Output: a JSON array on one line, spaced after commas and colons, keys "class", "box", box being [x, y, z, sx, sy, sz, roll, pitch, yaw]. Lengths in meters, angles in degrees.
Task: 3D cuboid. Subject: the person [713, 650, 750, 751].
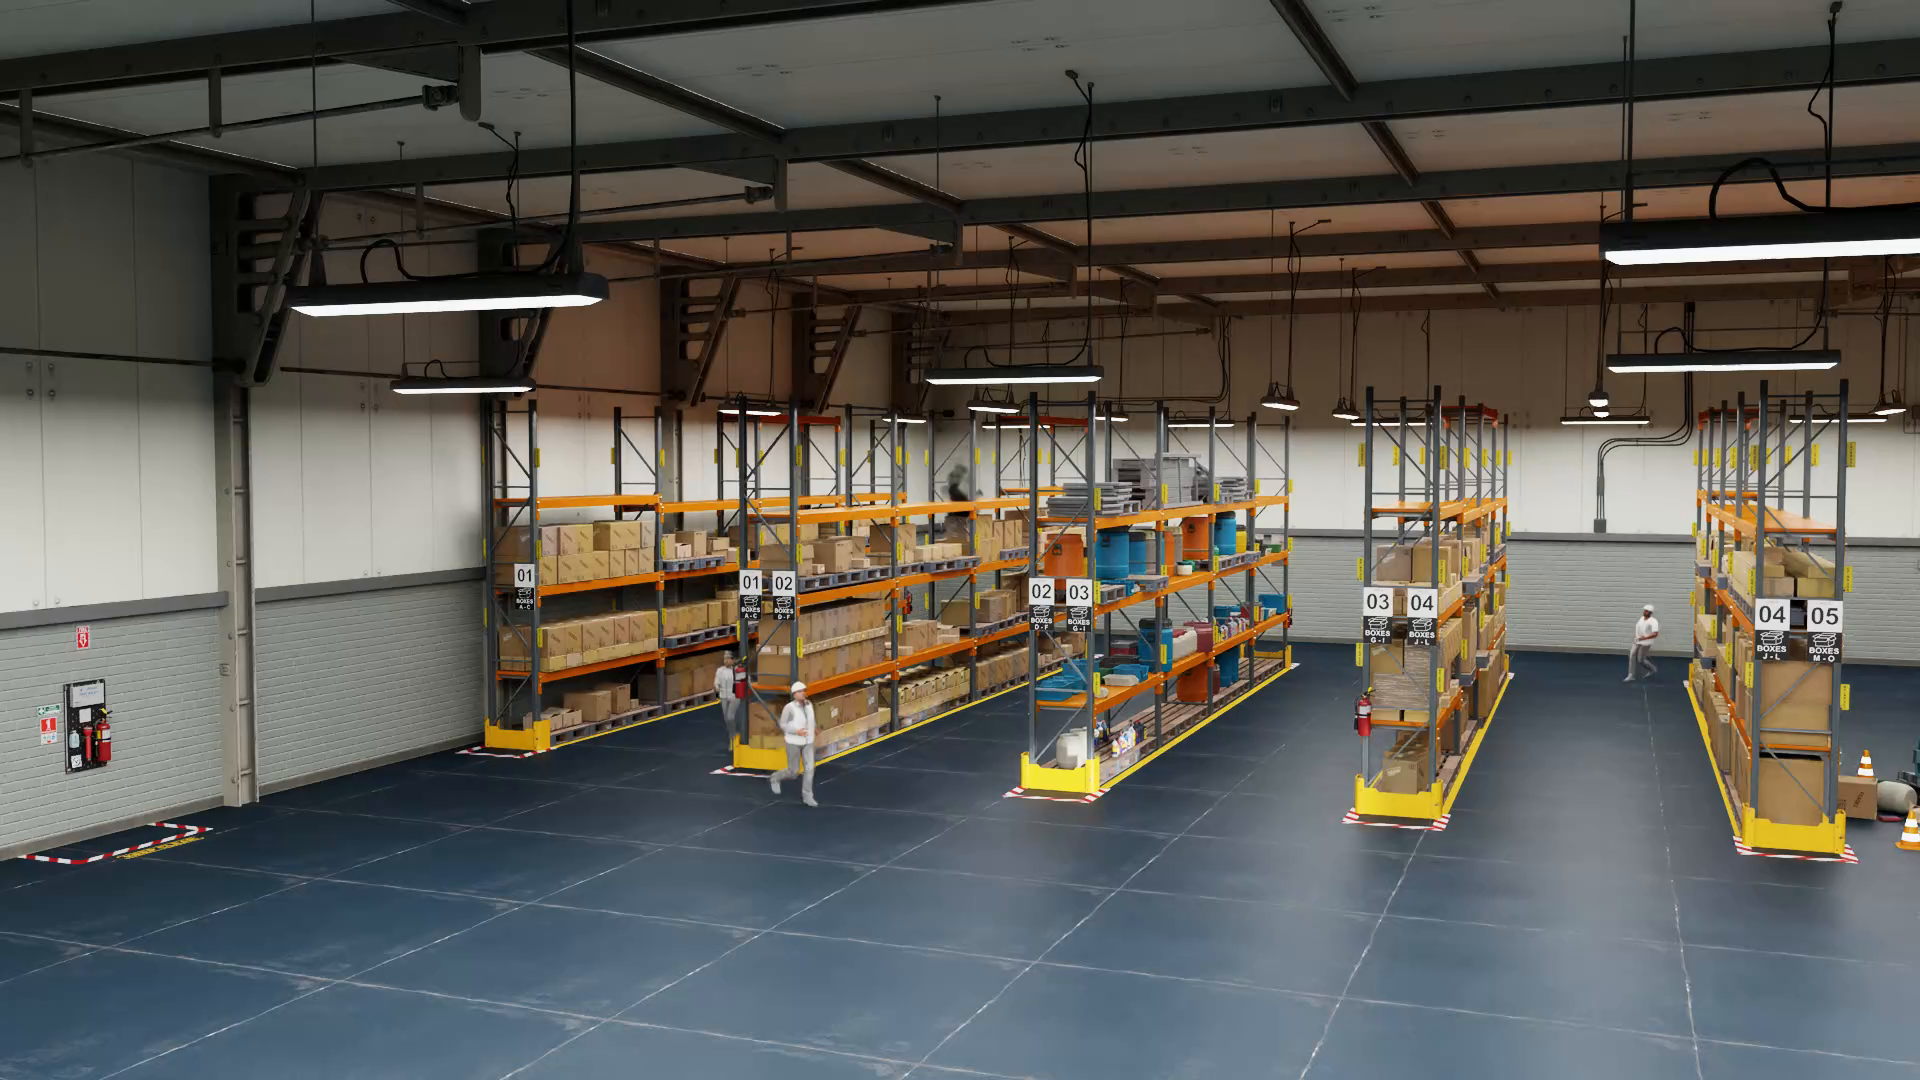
[{"class": "person", "box": [-3.956, 2.759, 28.588, 0.590, 1.735, 0.726, 1, 3, 16]}]

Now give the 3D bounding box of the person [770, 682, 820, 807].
[{"class": "person", "box": [-2.353, 2.939, 24.131, 0.670, 1.777, 0.904, -2, 4, -41]}]

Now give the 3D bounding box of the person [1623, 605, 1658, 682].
[{"class": "person", "box": [15.231, 2.309, 37.061, 0.829, 1.748, 0.749, -1, 3, -16]}]
